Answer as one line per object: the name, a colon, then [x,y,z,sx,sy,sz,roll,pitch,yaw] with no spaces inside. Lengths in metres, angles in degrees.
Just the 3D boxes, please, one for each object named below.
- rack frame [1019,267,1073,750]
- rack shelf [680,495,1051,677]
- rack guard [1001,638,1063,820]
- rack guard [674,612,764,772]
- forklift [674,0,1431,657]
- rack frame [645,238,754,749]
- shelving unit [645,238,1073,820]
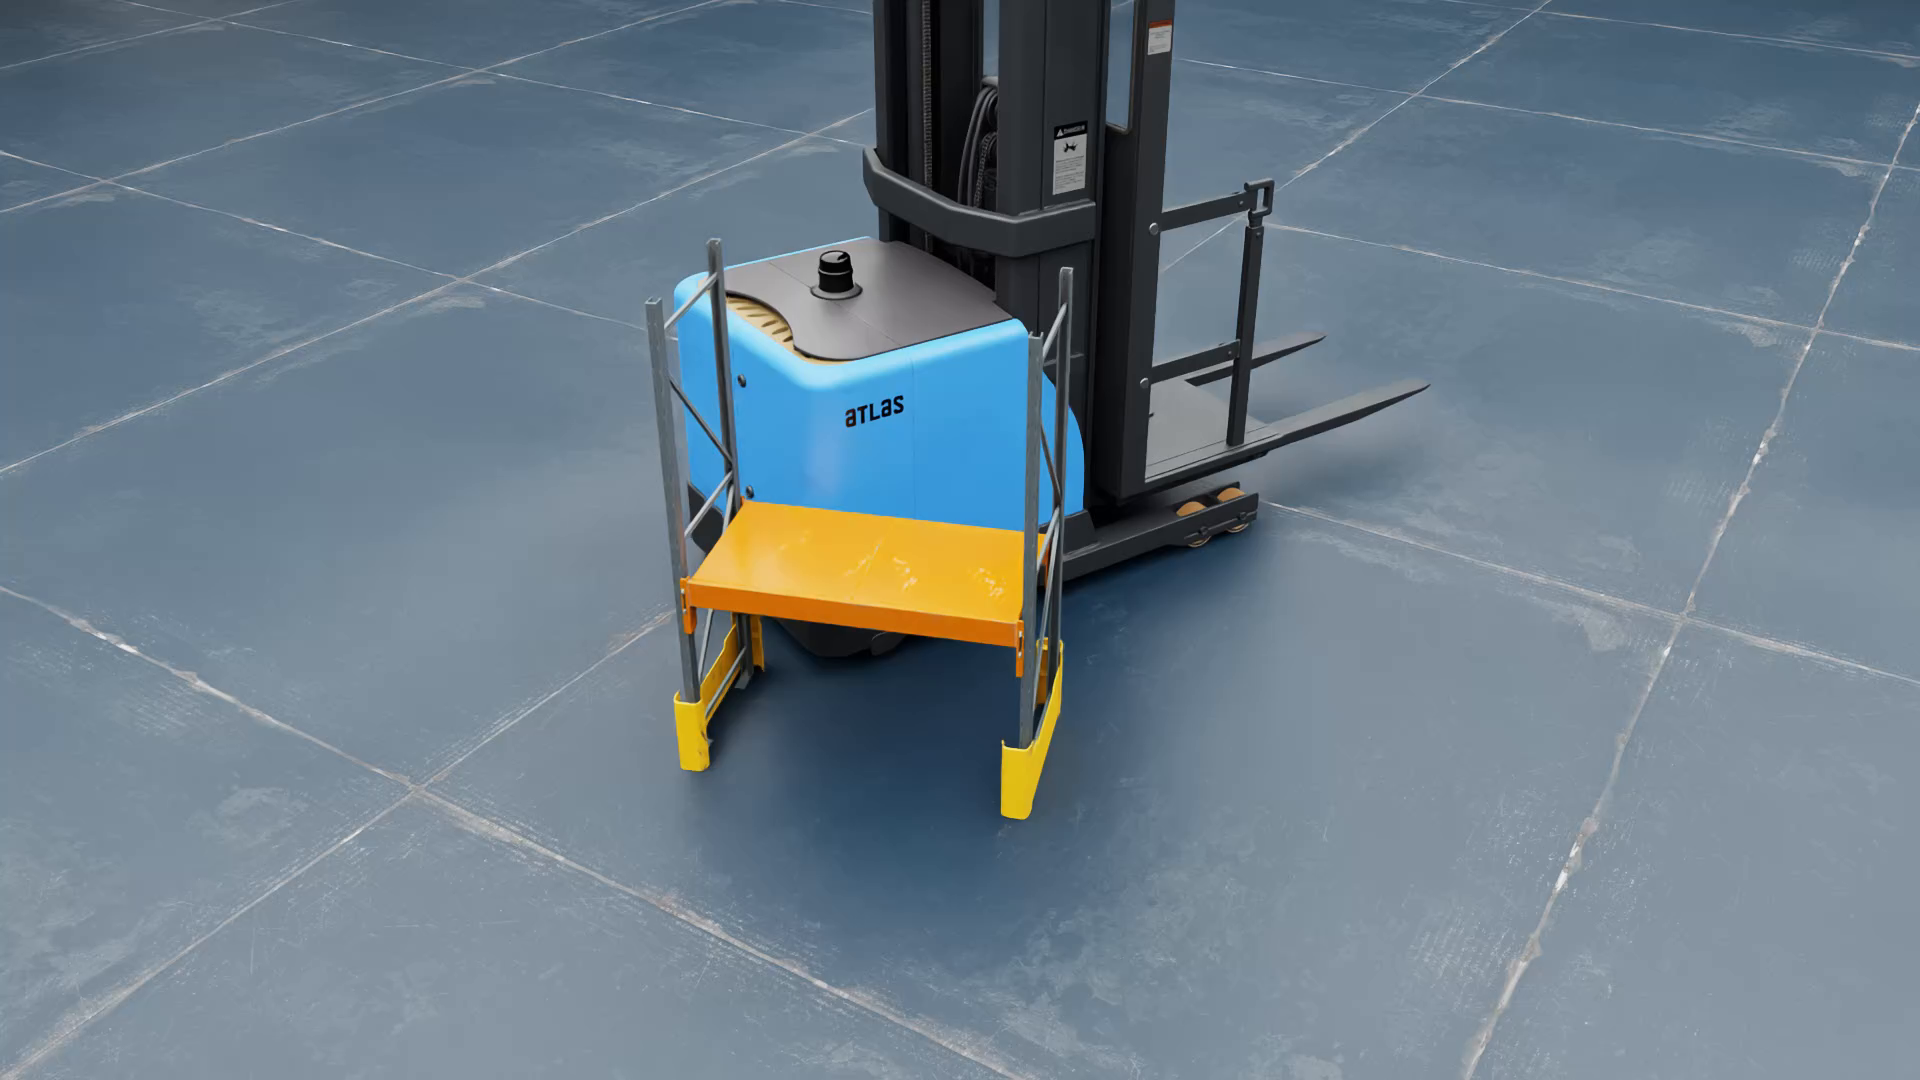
rack frame: [0.240,0.024,4.721,0.032,1.500,0.500,7,31,11]
rack shelf: [-0.256,0.122,4.909,1.000,0.185,0.538,7,31,11]
rack guard: [0.221,0.561,5.040,0.087,0.250,0.587,7,31,11]
rack guard: [-0.750,0.450,5.231,0.087,0.250,0.587,7,31,11]
forklift: [0.521,-1.442,5.813,3.031,2.935,1.130,-19,35,-29]
rack frame: [-0.751,-0.090,4.917,0.032,1.500,0.500,7,31,11]
shelving unit: [-0.265,-0.034,4.821,1.083,1.500,0.587,7,31,11]
